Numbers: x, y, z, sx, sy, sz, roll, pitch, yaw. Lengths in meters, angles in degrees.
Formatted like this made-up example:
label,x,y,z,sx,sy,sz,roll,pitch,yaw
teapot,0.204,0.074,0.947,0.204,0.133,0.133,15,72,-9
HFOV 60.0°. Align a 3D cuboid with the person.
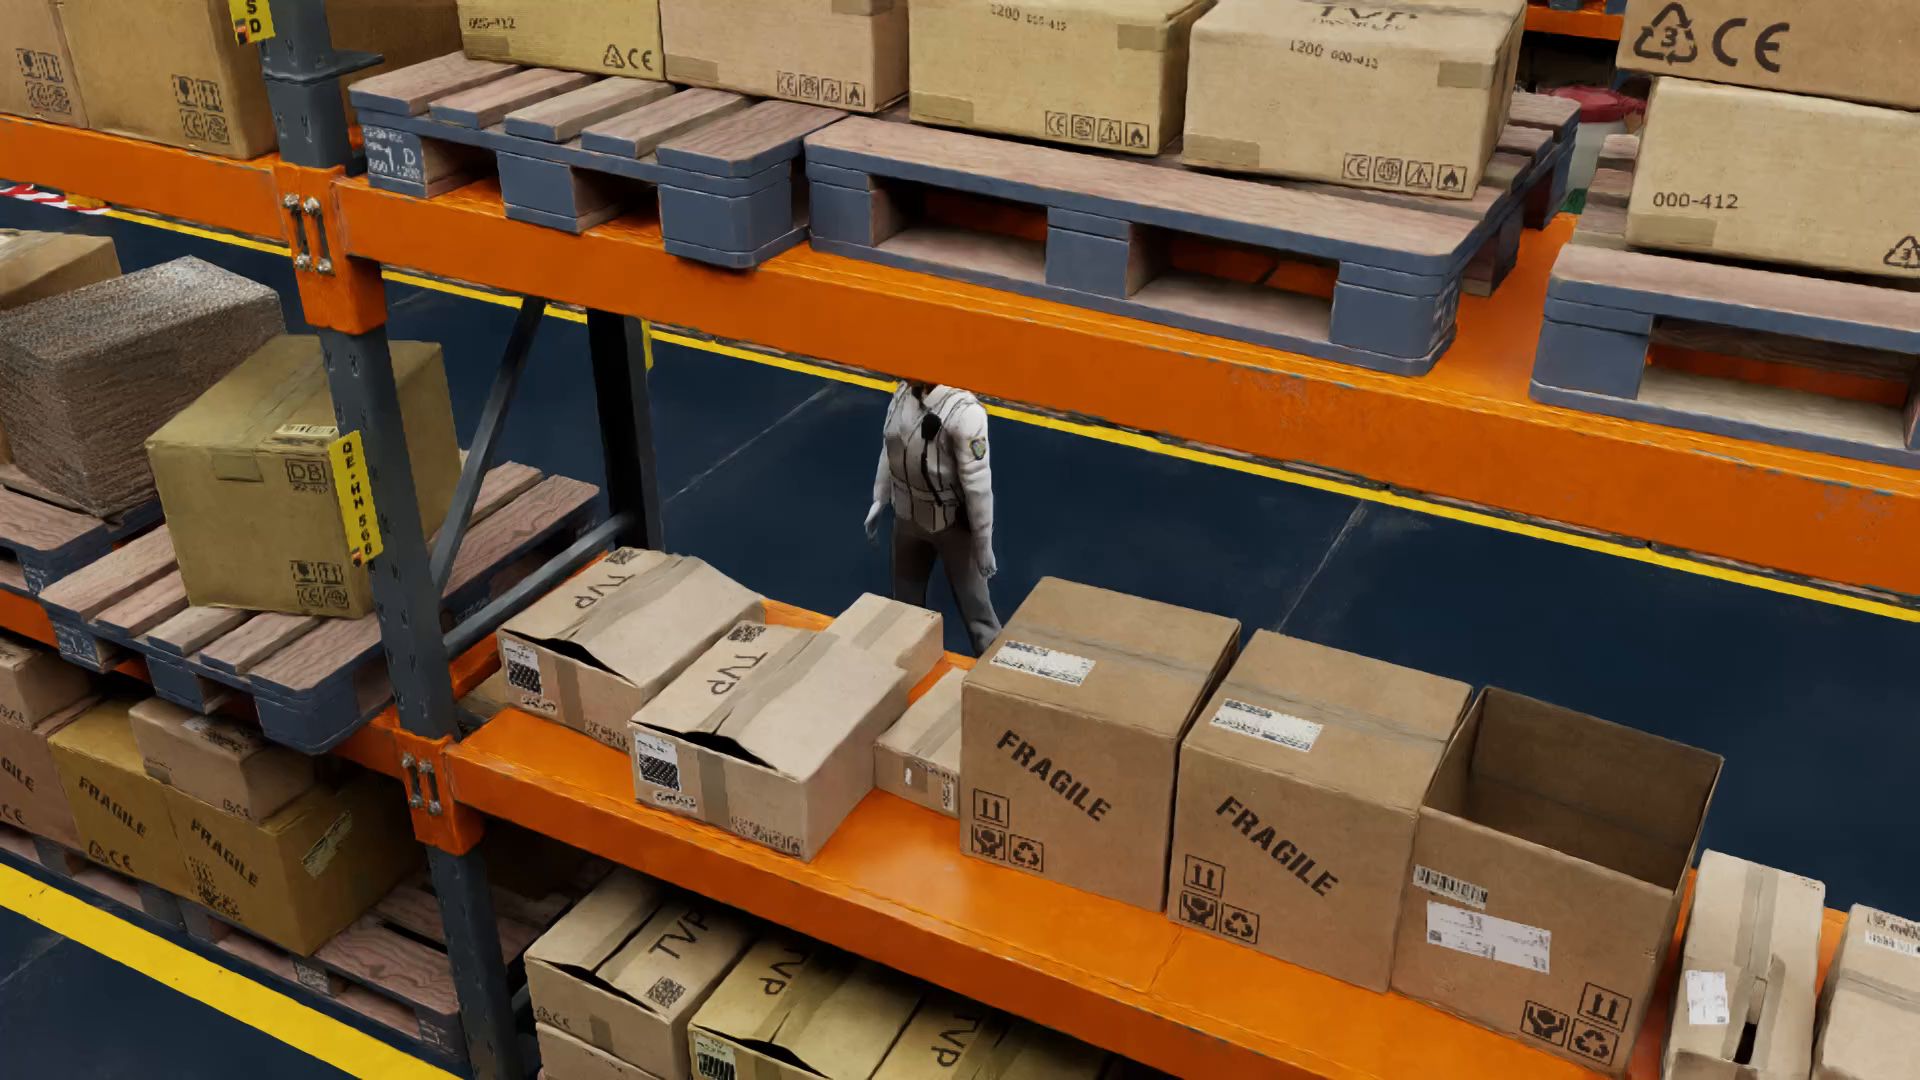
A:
label,x,y,z,sx,sy,sz,roll,pitch,yaw
person,-0.123,-0.044,6.194,0.568,1.677,0.564,27,39,37
